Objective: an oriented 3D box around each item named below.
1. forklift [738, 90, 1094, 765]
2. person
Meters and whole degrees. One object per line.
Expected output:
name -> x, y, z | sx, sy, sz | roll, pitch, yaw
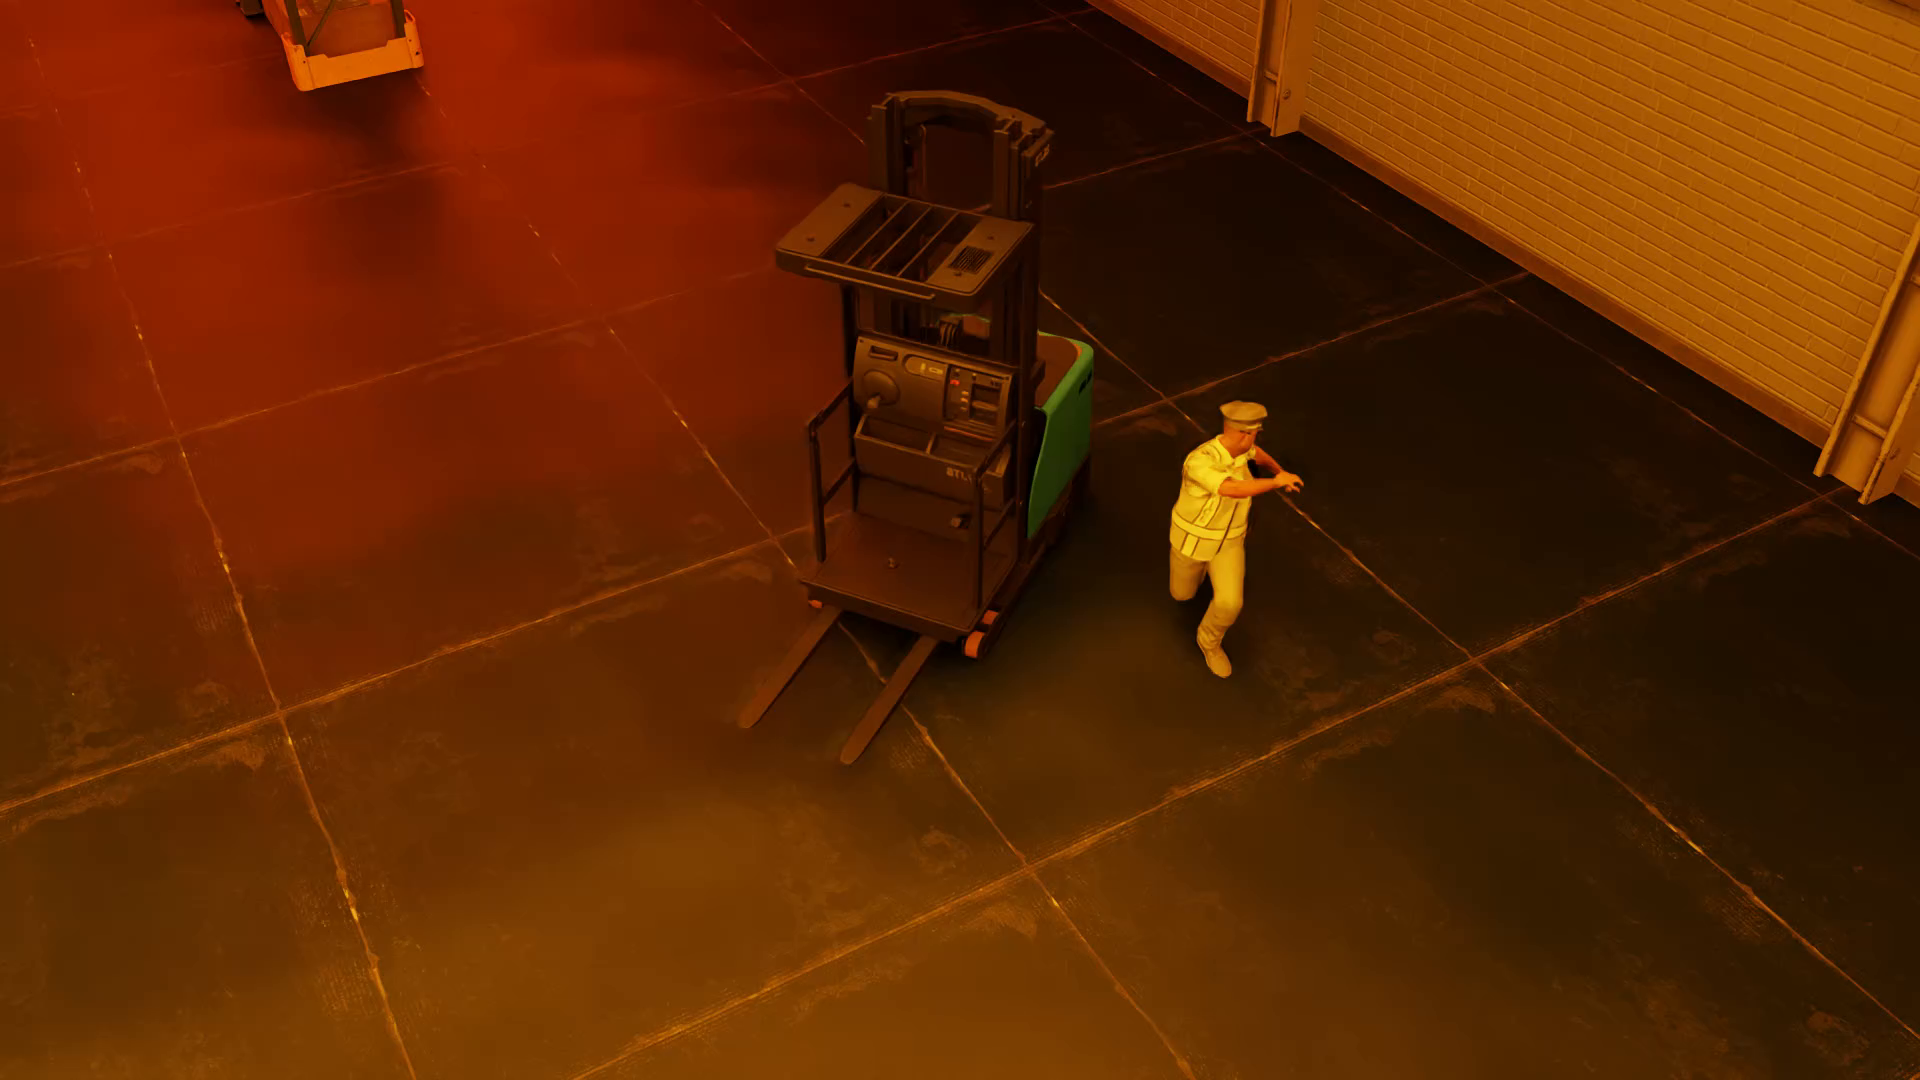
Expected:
forklift -> -0.243, -0.764, 8.957 | 1.130, 2.935, 3.031 | 16, 42, 19
person -> 1.578, -0.090, 9.328 | 0.824, 1.501, 0.975 | -6, 40, -7
